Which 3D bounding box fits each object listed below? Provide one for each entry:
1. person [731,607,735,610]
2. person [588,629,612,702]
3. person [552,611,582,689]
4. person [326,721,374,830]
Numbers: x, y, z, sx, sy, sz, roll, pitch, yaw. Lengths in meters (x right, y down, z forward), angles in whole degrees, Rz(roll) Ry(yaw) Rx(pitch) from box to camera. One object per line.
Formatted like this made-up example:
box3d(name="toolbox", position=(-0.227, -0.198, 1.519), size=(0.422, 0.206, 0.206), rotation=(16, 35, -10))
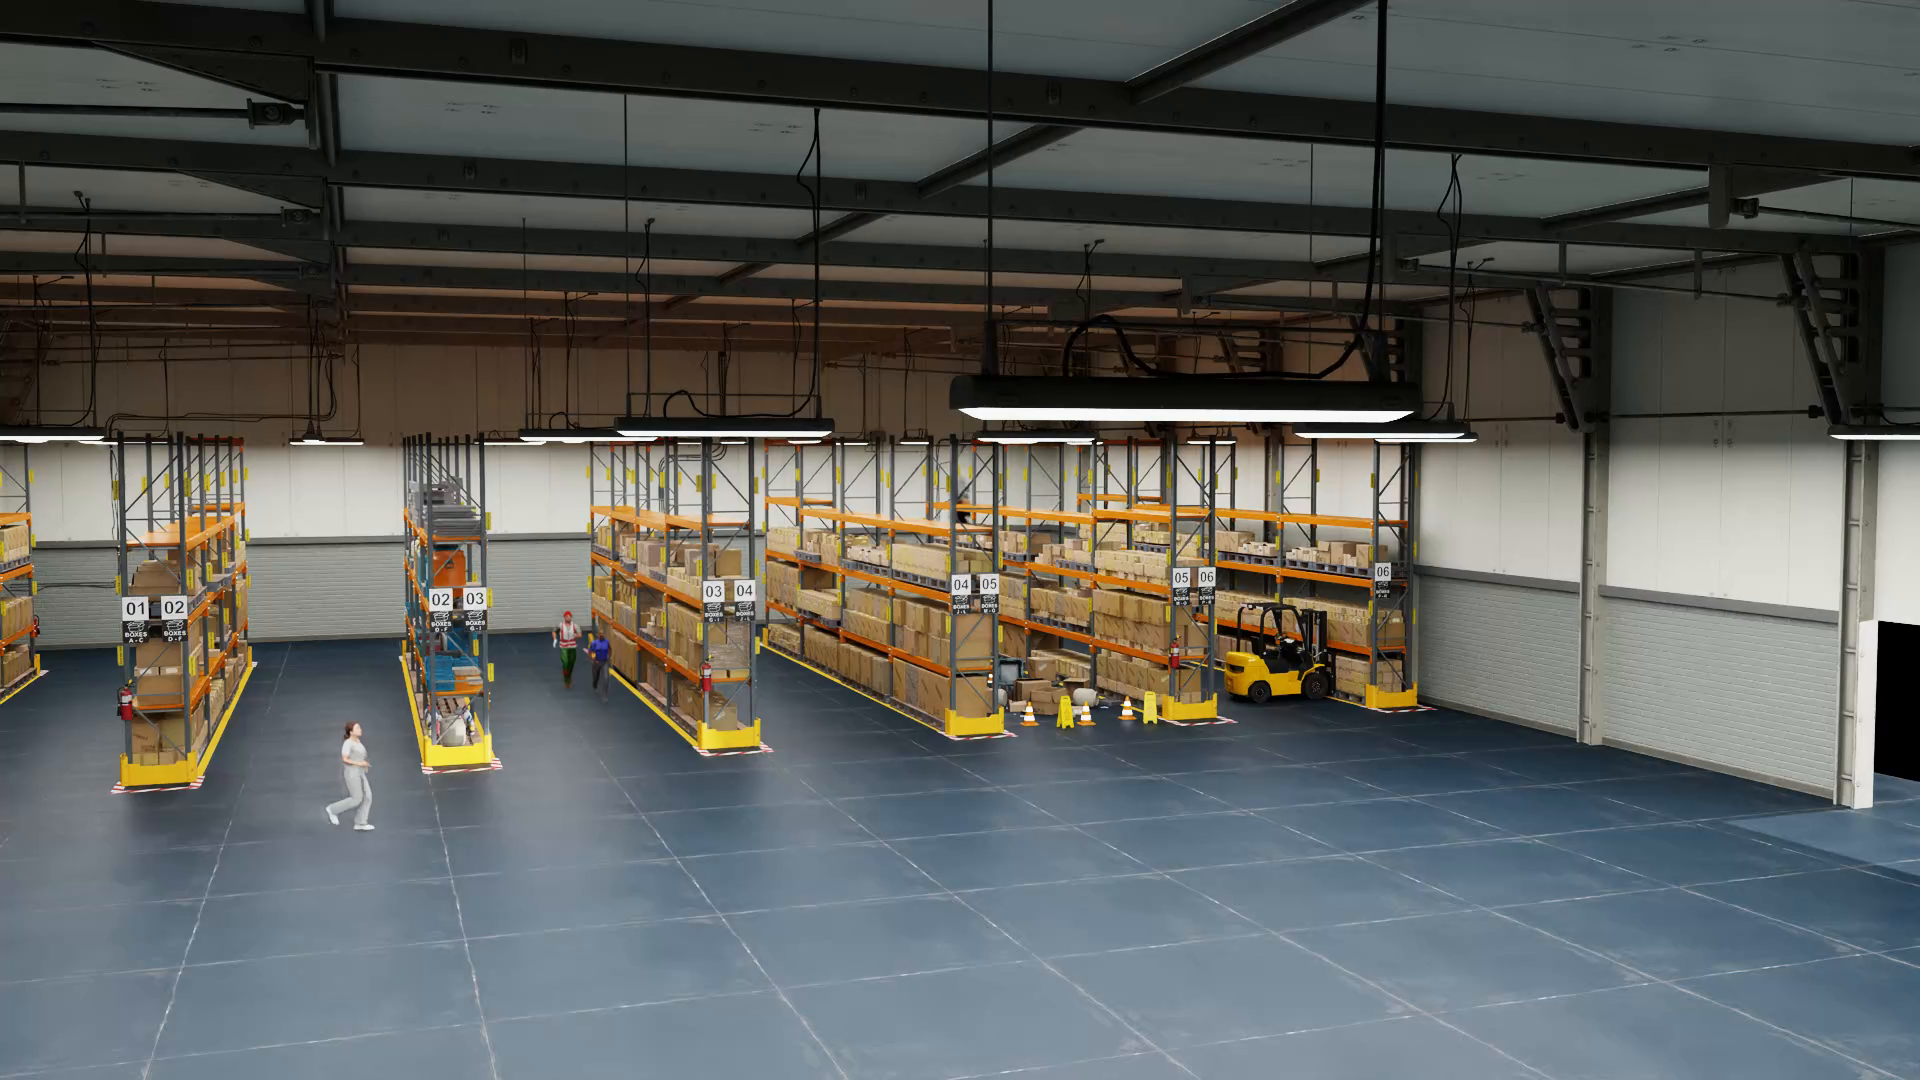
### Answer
box3d(name="person", position=(-5.938, 2.330, 45.173), size=(0.708, 1.794, 0.860), rotation=(-1, 3, -17))
box3d(name="person", position=(-8.172, 2.886, 37.816), size=(0.557, 1.557, 0.963), rotation=(-1, 3, -21))
box3d(name="person", position=(-9.377, 2.602, 39.770), size=(0.655, 1.817, 0.909), rotation=(-2, 4, -26))
box3d(name="person", position=(-9.108, 3.521, 24.875), size=(0.701, 1.634, 0.568), rotation=(0, 3, 2))
